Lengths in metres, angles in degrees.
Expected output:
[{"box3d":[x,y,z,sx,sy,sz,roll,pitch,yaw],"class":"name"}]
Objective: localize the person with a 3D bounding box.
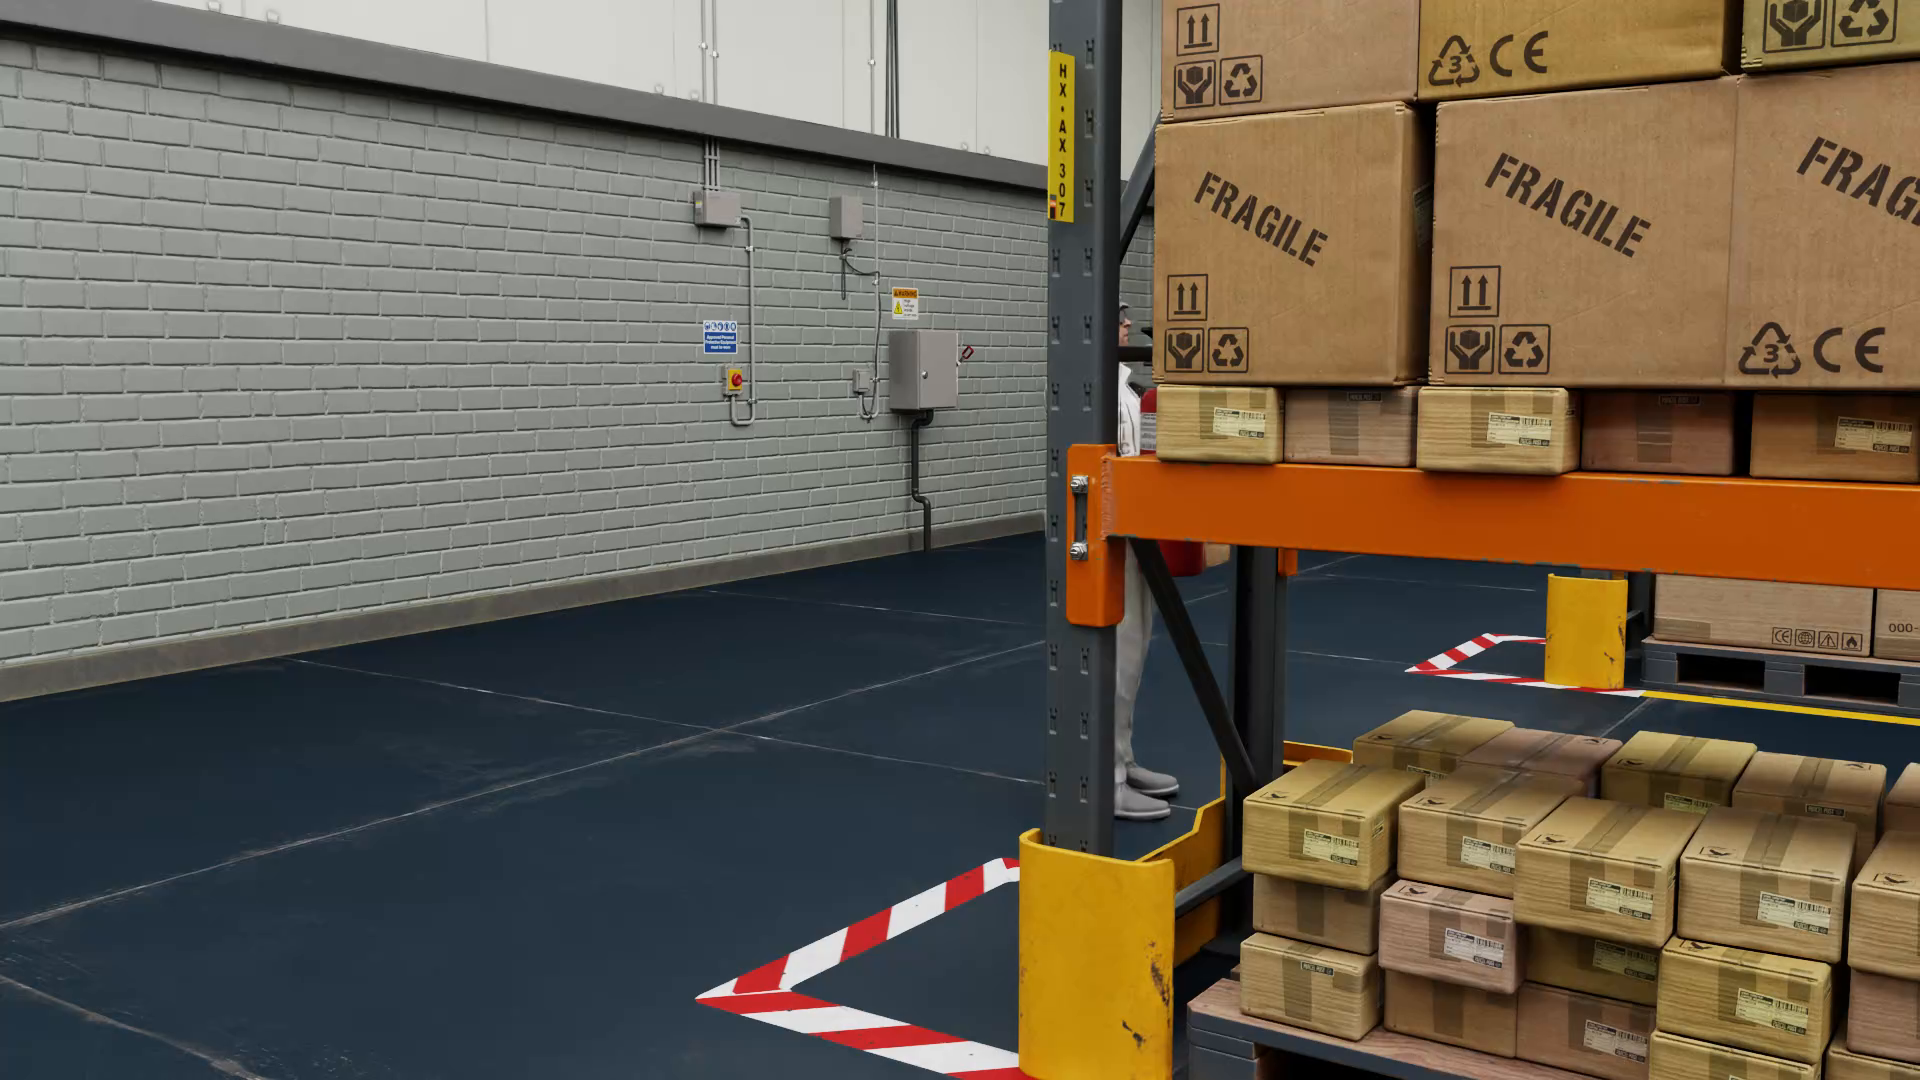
[{"box3d":[0.559,-0.002,5.599,0.546,1.784,0.548,2,7,18],"class":"person"}]
